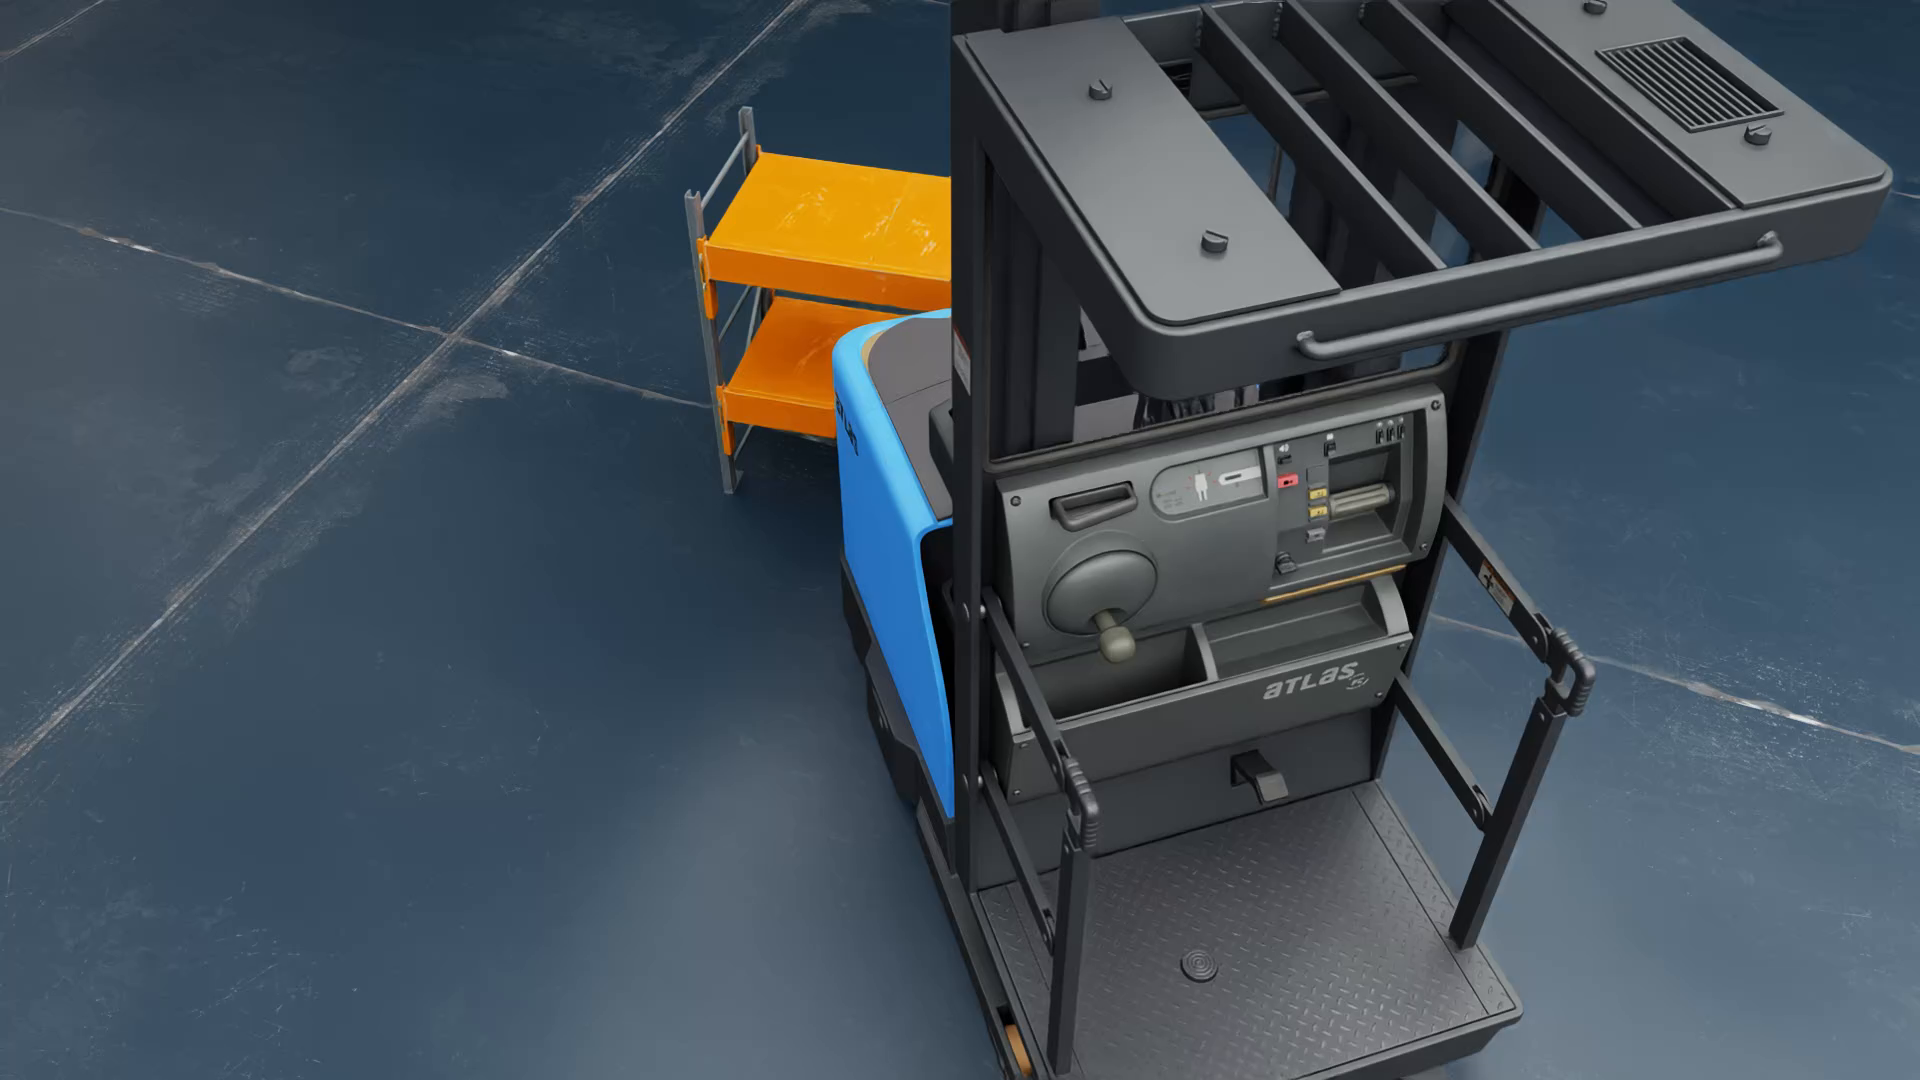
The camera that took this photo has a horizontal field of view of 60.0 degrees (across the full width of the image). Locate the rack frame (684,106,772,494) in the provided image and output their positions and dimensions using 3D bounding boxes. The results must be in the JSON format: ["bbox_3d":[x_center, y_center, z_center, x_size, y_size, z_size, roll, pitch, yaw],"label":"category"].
[{"bbox_3d":[-0.692,-0.720,5.176,0.032,1.125,0.500,10,46,10],"label":"rack frame"}]

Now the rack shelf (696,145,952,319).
[{"bbox_3d":[-0.198,-0.842,4.883,1.000,0.278,0.538,10,46,10],"label":"rack shelf"}]

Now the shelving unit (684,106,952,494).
[{"bbox_3d":[-0.198,-0.634,5.090,1.048,1.125,0.538,10,46,10],"label":"shelving unit"}]

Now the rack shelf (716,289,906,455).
[{"bbox_3d":[-0.198,-0.461,5.262,1.000,0.278,0.538,10,46,10],"label":"rack shelf"}]

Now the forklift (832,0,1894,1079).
[{"bbox_3d":[0.598,0.063,3.109,1.130,2.935,3.031,-13,46,-13],"label":"forklift"}]
